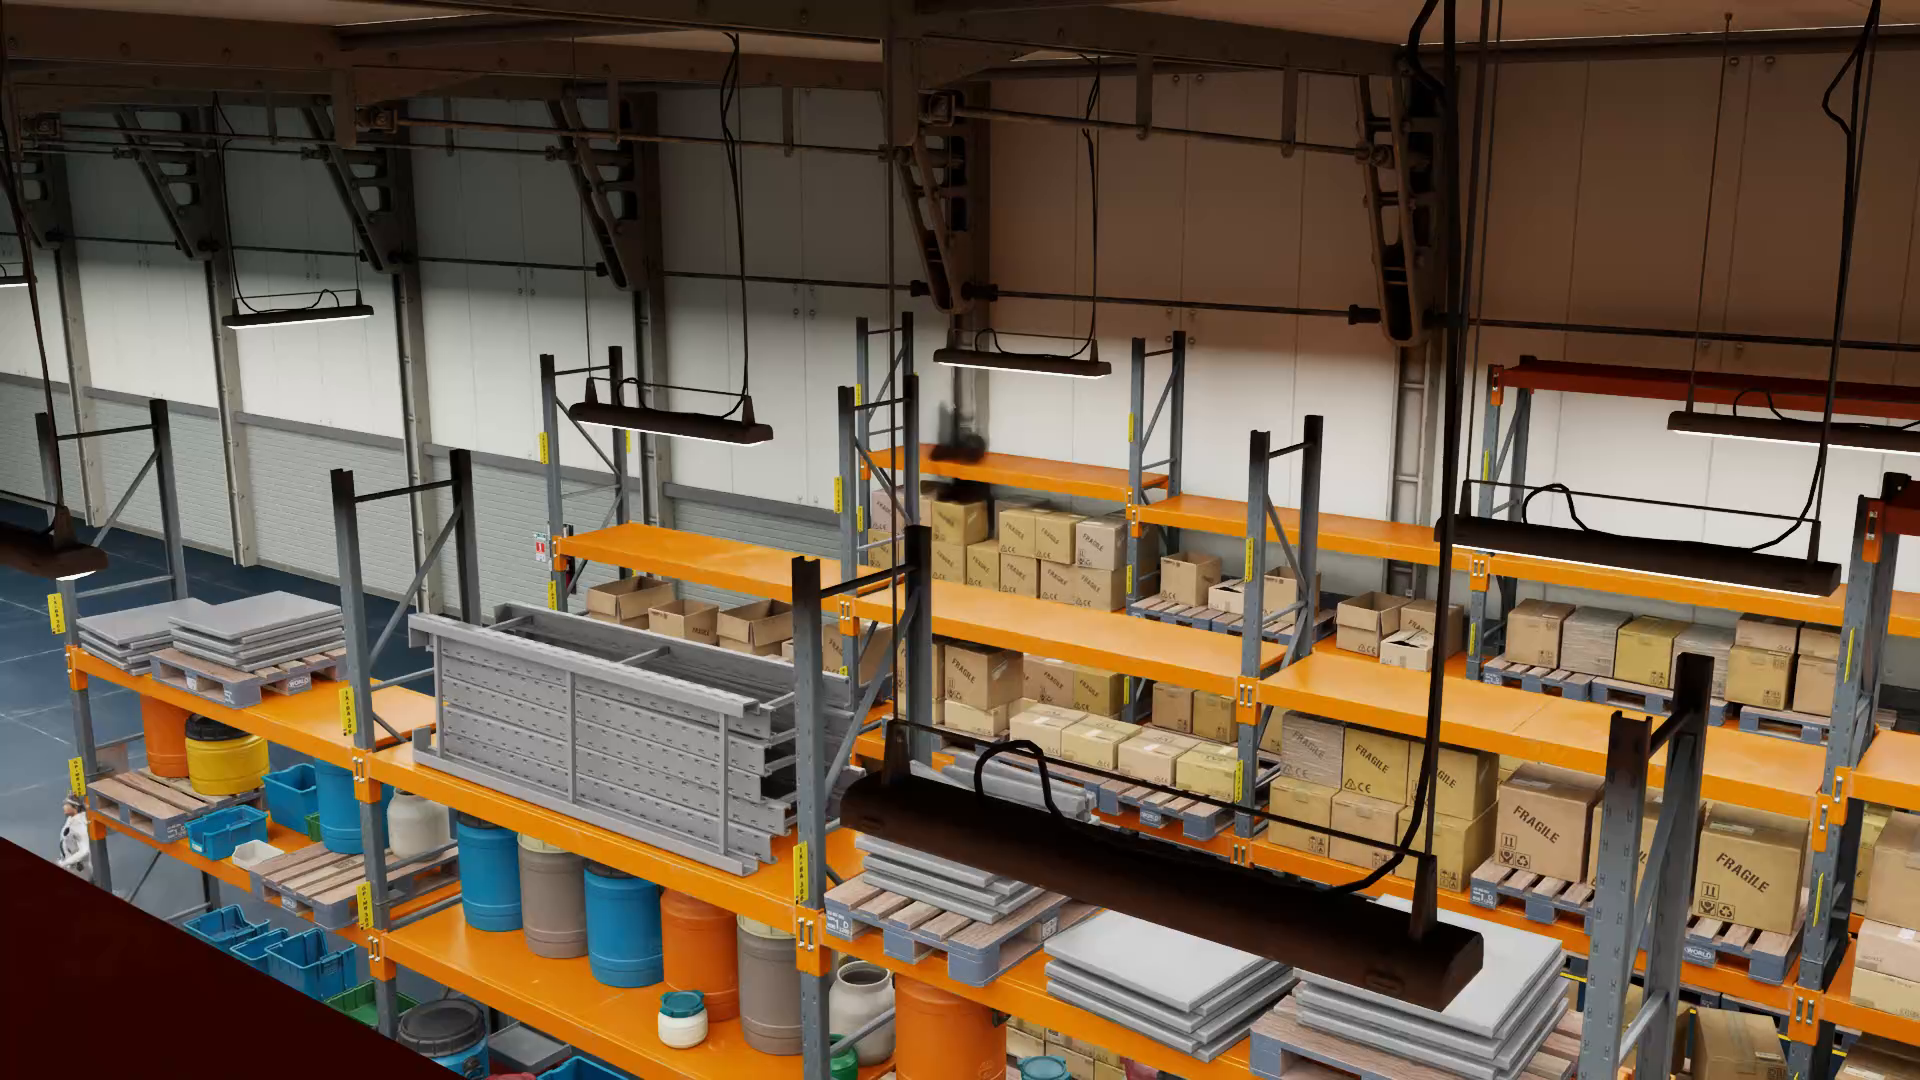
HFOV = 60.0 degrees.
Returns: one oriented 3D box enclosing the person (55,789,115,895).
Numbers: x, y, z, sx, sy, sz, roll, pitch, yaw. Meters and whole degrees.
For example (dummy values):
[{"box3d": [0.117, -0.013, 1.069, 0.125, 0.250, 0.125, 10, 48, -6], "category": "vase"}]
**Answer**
[{"box3d": [-9.077, 3.356, 17.188, 0.544, 1.646, 0.631, -7, 15, -28], "category": "person"}]
